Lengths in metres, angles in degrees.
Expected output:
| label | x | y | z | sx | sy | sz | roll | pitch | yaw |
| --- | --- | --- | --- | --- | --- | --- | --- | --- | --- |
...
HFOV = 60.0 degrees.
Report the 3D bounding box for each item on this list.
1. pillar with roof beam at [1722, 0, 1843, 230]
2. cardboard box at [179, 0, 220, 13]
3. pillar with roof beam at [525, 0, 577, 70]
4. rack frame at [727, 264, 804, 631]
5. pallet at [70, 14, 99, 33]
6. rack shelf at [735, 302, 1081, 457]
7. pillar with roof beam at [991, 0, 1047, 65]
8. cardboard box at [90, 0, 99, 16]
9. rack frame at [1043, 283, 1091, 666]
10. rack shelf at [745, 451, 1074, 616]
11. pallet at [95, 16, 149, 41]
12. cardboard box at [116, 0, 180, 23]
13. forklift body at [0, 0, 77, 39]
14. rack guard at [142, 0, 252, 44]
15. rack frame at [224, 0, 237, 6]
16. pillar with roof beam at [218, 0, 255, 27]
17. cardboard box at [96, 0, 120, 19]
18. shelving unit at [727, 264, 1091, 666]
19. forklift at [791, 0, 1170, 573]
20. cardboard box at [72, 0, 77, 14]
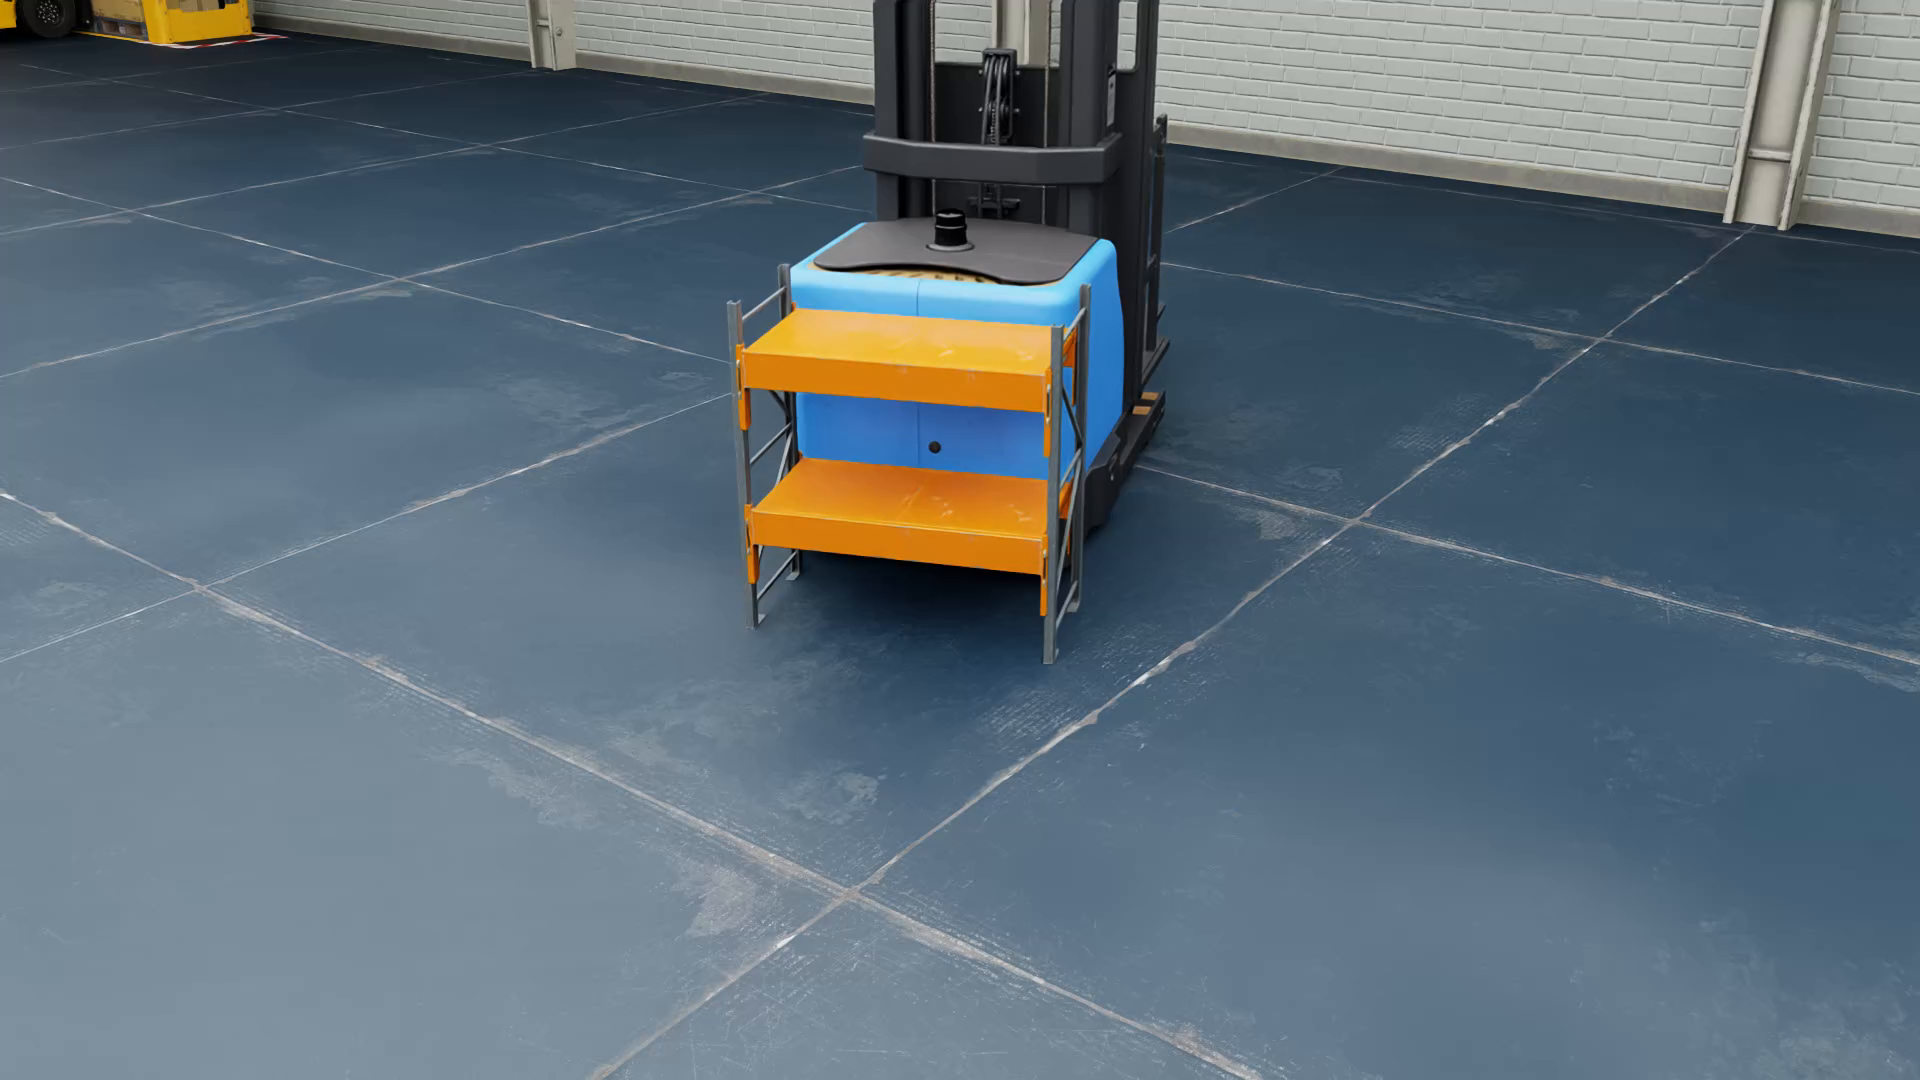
| label | x | y | z | sx | sy | sz | roll | pitch | yaw |
| --- | --- | --- | --- | --- | --- | --- | --- | --- | --- |
| pillar with roof beam | 2.729 | -4.840 | 6.074 | 0.400 | 9.000 | 9.100 | 17 | 29 | 33 |
| cardboard box | -9.352 | -6.493 | 20.156 | 0.500 | 0.250 | 0.500 | 17 | 29 | 34 |
| pillar with roof beam | -6.873 | -7.742 | 12.660 | 0.400 | 9.000 | 9.100 | 17 | 29 | 33 |
| rack frame | -0.641 | -0.310 | 5.558 | 0.032 | 1.125 | 0.500 | 6 | 24 | 13 |
| pallet | -10.685 | -6.568 | 20.895 | 1.213 | 0.211 | 1.003 | 17 | 29 | 33 |
| rack shelf | -0.149 | -0.527 | 5.325 | 1.000 | 0.278 | 0.538 | 6 | 24 | 13 |
| pillar with roof beam | -2.072 | -6.291 | 9.367 | 0.400 | 9.000 | 9.100 | 17 | 29 | 33 |
| cardboard box | -10.428 | -6.570 | 20.331 | 0.500 | 0.250 | 0.500 | 17 | 29 | 34 |
| rack frame | 0.344 | -0.209 | 5.328 | 0.032 | 1.125 | 0.500 | 6 | 24 | 13 |
| rack shelf | -0.149 | -0.035 | 5.542 | 1.000 | 0.278 | 0.538 | 6 | 24 | 13 |
| pallet | -9.713 | -6.273 | 20.225 | 1.213 | 0.211 | 1.003 | 17 | 29 | 33 |
| cardboard box | -9.641 | -6.323 | 19.770 | 0.500 | 0.250 | 0.500 | 17 | 29 | 34 |
| forklift body | -11.687 | -6.859 | 19.149 | 1.214 | 2.155 | 2.313 | 17 | 29 | 33 |
| rack guard | -9.057 | -6.228 | 19.764 | 0.348 | 0.500 | 1.175 | 17 | 29 | 33 |
| rack frame | -9.076 | -7.377 | 19.273 | 0.127 | 3.000 | 1.000 | 17 | 29 | 33 |
| pillar with roof beam | -11.674 | -9.193 | 15.953 | 0.400 | 9.000 | 9.100 | 17 | 29 | 33 |
| cardboard box | -10.034 | -6.446 | 20.049 | 0.500 | 0.250 | 0.500 | 17 | 29 | 33 |
| shelving unit | -0.149 | -0.259 | 5.443 | 1.048 | 1.125 | 0.538 | 6 | 24 | 13 |
| forklift | 0.282 | -1.793 | 6.685 | 1.130 | 2.935 | 3.031 | 7 | 25 | 15 |
| cardboard box | -10.857 | -6.688 | 20.599 | 0.500 | 0.250 | 0.500 | 18 | 29 | 35 |
